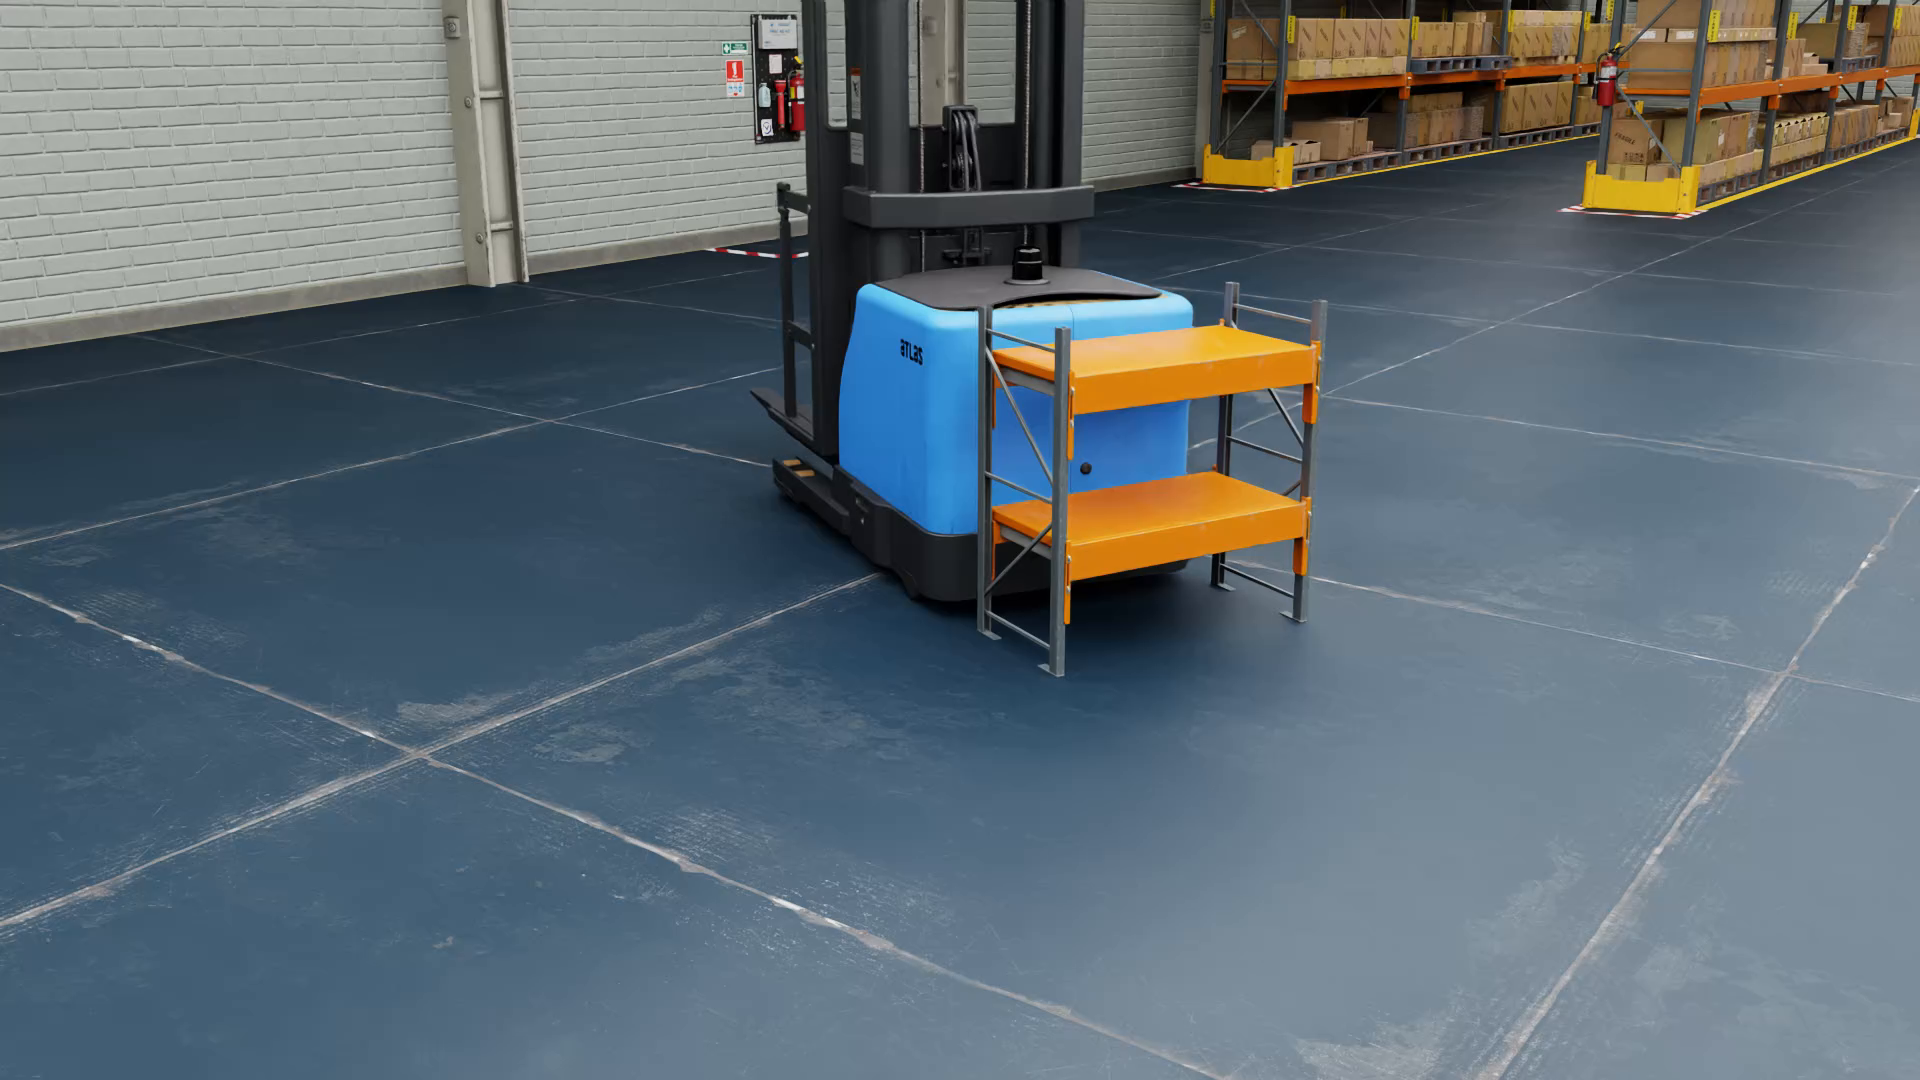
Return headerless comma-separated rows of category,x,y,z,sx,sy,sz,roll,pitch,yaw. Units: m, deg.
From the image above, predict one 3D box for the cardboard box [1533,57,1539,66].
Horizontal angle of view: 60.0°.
cardboard box,9.744,-8.253,28.652,0.380,0.149,0.250,13,21,35

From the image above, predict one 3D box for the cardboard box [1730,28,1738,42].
cardboard box,8.843,-5.899,19.419,0.380,0.149,0.250,12,21,34

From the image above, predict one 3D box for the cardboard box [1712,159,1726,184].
cardboard box,8.762,-4.393,19.762,0.500,0.250,0.500,12,21,35

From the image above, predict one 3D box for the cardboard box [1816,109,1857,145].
cardboard box,13.549,-6.403,25.777,0.500,0.500,0.500,12,21,34

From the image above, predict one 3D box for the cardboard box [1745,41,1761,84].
cardboard box,9.486,-5.946,20.663,0.700,0.500,0.500,12,21,34

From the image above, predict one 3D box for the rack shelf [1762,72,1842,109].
rack shelf,11.246,-6.264,23.071,1.077,0.370,4.000,12,21,35

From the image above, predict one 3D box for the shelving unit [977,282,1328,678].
shelving unit,0.637,-0.237,5.611,1.048,1.125,0.538,-10,20,-29

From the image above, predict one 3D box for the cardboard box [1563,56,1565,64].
cardboard box,10.544,-8.552,29.616,0.380,0.149,0.250,13,22,36

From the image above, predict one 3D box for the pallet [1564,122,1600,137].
pallet,11.356,-7.747,31.334,1.003,0.211,1.213,12,21,35

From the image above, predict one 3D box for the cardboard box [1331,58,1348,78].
cardboard box,4.842,-6.298,22.185,0.500,0.250,0.500,12,21,34

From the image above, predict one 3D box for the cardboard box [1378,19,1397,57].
cardboard box,5.748,-7.015,23.230,0.500,0.500,0.500,12,21,34

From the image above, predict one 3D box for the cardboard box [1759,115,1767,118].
cardboard box,11.278,-5.919,23.729,0.500,0.311,0.500,12,21,33

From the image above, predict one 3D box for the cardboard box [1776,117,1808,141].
cardboard box,11.416,-5.708,23.048,0.500,0.311,0.500,13,22,36

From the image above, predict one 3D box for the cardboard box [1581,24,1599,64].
cardboard box,11.177,-9.181,30.744,0.980,0.700,0.700,13,21,36

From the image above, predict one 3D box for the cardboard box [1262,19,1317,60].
cardboard box,4.216,-6.410,21.282,0.500,0.500,0.500,12,21,35

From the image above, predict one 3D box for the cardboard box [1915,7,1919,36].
cardboard box,16.554,-9.115,29.185,0.500,0.500,0.500,13,22,36

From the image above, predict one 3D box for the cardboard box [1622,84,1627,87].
cardboard box,12.957,-8.933,32.866,0.380,0.149,0.250,12,21,34

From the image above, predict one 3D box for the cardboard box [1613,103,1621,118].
cardboard box,12.589,-8.567,32.781,0.700,0.500,0.500,12,21,35

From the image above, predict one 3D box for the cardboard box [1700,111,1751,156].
cardboard box,9.351,-4.991,20.422,0.500,0.500,0.500,12,21,35

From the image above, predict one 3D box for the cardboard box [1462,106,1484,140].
cardboard box,8.070,-6.794,27.038,0.700,0.500,0.500,13,21,35

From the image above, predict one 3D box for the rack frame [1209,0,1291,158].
rack frame,3.690,-6.053,21.178,1.000,3.000,0.127,12,21,35

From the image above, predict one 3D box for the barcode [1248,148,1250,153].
barcode,3.864,-5.207,22.232,0.001,0.075,0.075,12,21,35

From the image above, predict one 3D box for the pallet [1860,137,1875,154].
pallet,14.367,-6.505,27.334,1.003,0.211,1.213,12,21,35

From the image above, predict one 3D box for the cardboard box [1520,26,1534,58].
cardboard box,9.272,-8.352,27.876,0.500,0.500,0.500,13,22,36

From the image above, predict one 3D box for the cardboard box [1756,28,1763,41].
cardboard box,9.606,-6.202,20.396,0.380,0.149,0.250,12,21,35

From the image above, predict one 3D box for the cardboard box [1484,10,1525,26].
cardboard box,8.952,-8.586,27.365,0.500,0.250,0.500,13,22,36

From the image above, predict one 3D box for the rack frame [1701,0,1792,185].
rack frame,10.054,-6.131,21.430,1.000,3.000,0.127,12,21,35

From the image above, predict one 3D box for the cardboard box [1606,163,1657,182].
cardboard box,7.753,-4.246,19.287,0.500,0.250,0.500,12,21,35

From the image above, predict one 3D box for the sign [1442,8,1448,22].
sign,8.009,-8.609,27.456,0.100,0.325,0.005,12,21,35

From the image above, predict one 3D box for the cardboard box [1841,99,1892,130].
cardboard box,15.936,-7.503,29.315,0.797,0.503,0.637,12,21,35

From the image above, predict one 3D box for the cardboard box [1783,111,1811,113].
cardboard box,12.806,-6.365,25.655,0.500,0.500,0.500,13,22,37

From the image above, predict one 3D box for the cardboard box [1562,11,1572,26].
cardboard box,10.455,-9.192,29.319,0.500,0.250,0.500,13,21,36

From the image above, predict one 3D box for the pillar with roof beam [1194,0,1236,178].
pillar with roof beam,6.870,-8.477,18.868,9.100,9.000,0.400,12,21,35

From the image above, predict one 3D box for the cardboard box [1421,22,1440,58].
cardboard box,6.743,-7.511,24.962,0.700,0.500,0.500,15,23,40

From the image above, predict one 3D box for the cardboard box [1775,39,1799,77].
cardboard box,11.137,-6.604,22.784,0.500,0.500,0.500,12,21,35

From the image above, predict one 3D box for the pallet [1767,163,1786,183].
pallet,10.462,-4.982,22.431,1.003,0.211,1.213,12,21,35

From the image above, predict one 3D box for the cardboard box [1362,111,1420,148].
cardboard box,6.499,-6.201,25.126,0.700,0.500,0.500,13,22,37

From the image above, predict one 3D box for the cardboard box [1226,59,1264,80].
cardboard box,3.813,-6.137,21.667,0.500,0.250,0.500,13,21,35

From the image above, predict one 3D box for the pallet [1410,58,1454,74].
pallet,6.646,-7.071,24.778,1.003,0.211,1.213,12,21,35

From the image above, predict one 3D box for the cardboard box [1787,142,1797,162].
cardboard box,11.106,-5.317,22.734,0.500,0.250,0.500,12,21,33

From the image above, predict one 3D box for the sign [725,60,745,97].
sign,-2.078,-4.265,15.361,0.001,0.329,0.234,12,21,35

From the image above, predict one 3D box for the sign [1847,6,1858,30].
sign,12.885,-7.540,24.013,0.100,0.325,0.005,12,21,35

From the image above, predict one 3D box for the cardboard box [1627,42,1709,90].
cardboard box,7.959,-5.335,18.698,0.700,0.500,0.500,12,21,35

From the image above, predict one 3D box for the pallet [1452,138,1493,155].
pallet,7.990,-6.441,27.129,1.003,0.211,1.213,12,21,35

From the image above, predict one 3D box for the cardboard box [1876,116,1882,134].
cardboard box,15.245,-7.025,28.099,0.500,0.311,0.500,12,21,35

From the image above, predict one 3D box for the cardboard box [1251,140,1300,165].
cardboard box,4.175,-5.128,21.991,0.500,0.311,0.500,10,20,29

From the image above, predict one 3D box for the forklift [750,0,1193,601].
forklift,-0.181,-1.581,6.892,1.130,2.935,3.031,-7,19,-21

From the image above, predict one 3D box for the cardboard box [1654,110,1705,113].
cardboard box,8.931,-5.084,20.720,0.500,0.500,0.500,12,21,35

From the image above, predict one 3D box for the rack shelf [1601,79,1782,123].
rack shelf,8.863,-5.312,20.003,1.077,0.370,4.000,12,21,35

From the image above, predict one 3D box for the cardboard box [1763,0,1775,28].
cardboard box,9.795,-6.692,20.879,0.700,0.500,0.500,13,21,35

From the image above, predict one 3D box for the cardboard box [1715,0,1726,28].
cardboard box,8.300,-6.094,18.953,0.700,0.500,0.500,12,21,33

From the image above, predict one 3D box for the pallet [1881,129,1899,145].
pallet,15.957,-7.160,29.446,1.003,0.211,1.213,12,21,35

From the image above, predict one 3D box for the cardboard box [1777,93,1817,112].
cardboard box,12.837,-6.737,25.589,0.500,0.250,0.500,13,22,37

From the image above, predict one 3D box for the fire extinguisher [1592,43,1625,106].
fire extinguisher,7.227,-5.196,18.548,0.296,0.674,0.183,12,21,35

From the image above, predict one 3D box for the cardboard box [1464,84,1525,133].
cardboard box,9.001,-7.285,28.060,0.750,0.750,0.750,12,21,34

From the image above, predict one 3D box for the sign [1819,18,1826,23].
sign,14.381,-8.544,27.741,0.100,0.325,0.005,12,21,35

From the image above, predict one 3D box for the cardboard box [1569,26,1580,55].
cardboard box,10.768,-8.956,29.823,0.500,0.500,0.500,12,21,34

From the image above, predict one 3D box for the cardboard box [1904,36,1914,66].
cardboard box,16.248,-8.521,28.955,0.500,0.500,0.500,12,21,34
